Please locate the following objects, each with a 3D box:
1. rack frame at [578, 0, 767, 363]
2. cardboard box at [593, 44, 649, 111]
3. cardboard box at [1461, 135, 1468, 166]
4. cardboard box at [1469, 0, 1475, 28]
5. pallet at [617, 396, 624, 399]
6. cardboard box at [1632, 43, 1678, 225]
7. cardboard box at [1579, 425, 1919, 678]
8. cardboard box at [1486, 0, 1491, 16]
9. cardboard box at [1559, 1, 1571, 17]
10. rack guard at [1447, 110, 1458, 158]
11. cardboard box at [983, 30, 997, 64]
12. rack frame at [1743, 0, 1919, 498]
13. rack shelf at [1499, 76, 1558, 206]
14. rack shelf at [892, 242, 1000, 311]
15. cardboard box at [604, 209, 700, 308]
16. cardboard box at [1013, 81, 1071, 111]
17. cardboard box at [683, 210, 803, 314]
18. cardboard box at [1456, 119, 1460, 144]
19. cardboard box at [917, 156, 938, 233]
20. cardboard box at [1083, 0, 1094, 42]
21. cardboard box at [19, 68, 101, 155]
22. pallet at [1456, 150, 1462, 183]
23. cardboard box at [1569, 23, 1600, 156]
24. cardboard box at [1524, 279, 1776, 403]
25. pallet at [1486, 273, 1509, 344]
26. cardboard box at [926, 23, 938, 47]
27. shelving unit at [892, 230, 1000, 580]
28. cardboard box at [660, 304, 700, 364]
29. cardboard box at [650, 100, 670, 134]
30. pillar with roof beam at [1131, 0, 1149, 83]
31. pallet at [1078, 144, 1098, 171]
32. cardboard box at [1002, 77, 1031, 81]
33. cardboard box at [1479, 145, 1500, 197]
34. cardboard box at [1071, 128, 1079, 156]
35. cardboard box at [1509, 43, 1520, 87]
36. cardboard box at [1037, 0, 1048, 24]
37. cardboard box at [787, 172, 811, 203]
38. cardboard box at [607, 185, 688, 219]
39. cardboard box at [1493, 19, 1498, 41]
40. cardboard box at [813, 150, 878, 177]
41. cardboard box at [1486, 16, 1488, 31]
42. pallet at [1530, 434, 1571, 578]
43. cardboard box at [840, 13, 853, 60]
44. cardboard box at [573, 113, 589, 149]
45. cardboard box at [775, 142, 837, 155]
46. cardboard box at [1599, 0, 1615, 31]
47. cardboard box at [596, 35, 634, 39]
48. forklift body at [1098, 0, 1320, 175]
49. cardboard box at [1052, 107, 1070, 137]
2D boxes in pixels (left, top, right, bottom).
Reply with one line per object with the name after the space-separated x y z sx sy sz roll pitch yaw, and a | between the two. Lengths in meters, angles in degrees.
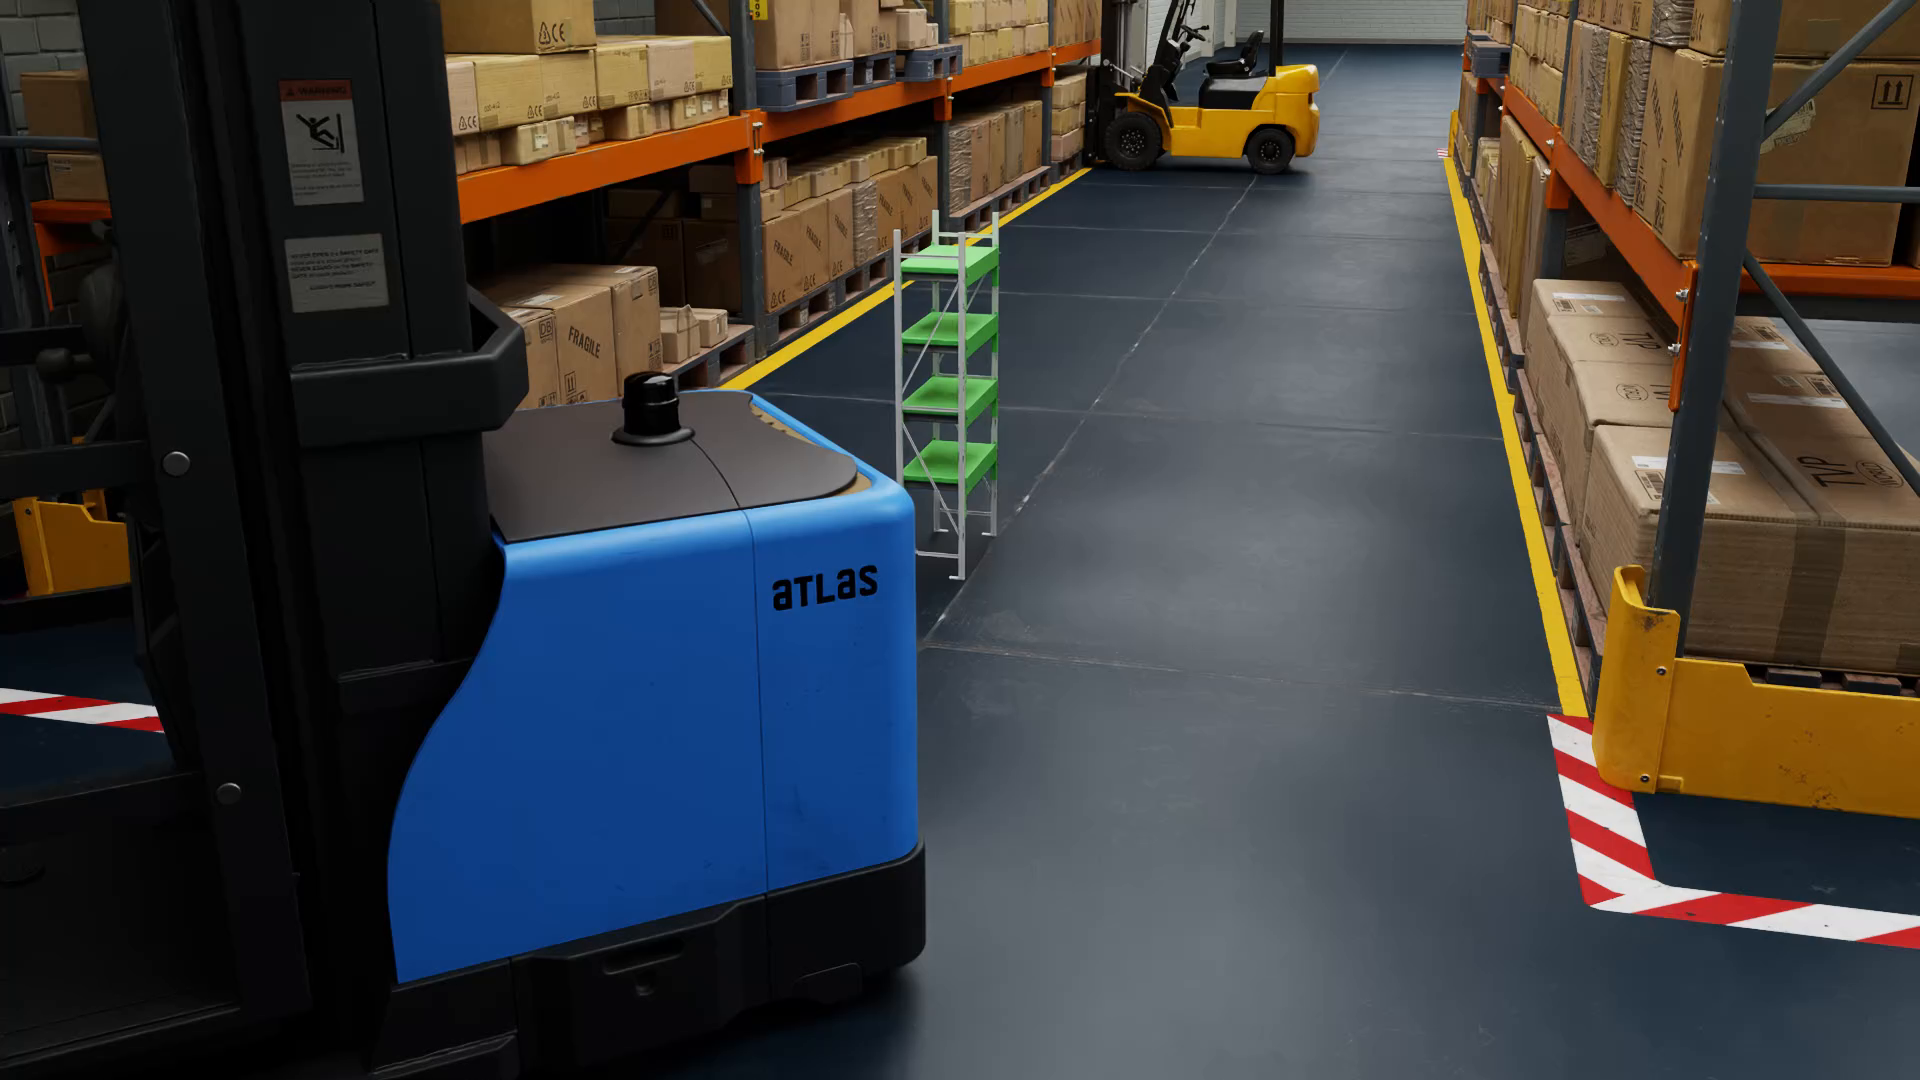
-1.557 -2.437 8.680 1.000 3.000 0.127 5 19 13 | rack frame
-1.688 -2.014 7.215 0.500 0.250 0.500 5 19 13 | cardboard box
5.216 -3.825 16.350 0.500 0.250 0.500 4 19 12 | cardboard box
5.558 -5.546 17.169 0.500 0.500 0.500 4 19 12 | cardboard box
-2.022 -0.518 7.378 1.003 0.211 1.213 5 19 13 | pallet
2.278 -1.168 4.810 0.500 0.500 0.500 4 19 12 | cardboard box
2.344 0.007 4.841 0.875 0.438 0.875 4 19 12 | cardboard box
4.563 -4.505 13.471 0.500 0.500 0.500 5 19 13 | cardboard box
3.123 -2.726 7.826 0.500 0.500 0.500 5 20 15 | cardboard box
6.171 -4.600 18.882 1.175 0.500 0.348 5 19 13 | rack guard
0.012 -4.058 13.661 0.500 0.250 0.500 4 19 12 | cardboard box
2.277 -0.792 3.866 0.949 2.616 0.053 5 19 13 | rack frame
3.746 -2.332 9.488 1.077 0.370 4.000 5 19 13 | rack shelf
-0.040 -0.910 5.707 0.258 0.148 0.480 5 19 13 | rack shelf
-1.618 -1.822 9.867 0.516 0.649 1.298 5 20 15 | cardboard box
0.820 -4.442 16.608 0.500 0.250 0.500 4 19 13 | cardboard box
-1.221 -1.586 9.408 0.500 0.500 0.500 6 20 16 | cardboard box
5.724 -4.473 18.248 0.500 0.250 0.500 4 19 13 | cardboard box
-0.475 -2.557 12.249 0.500 0.500 0.500 5 20 15 | cardboard box
1.136 -5.589 17.756 0.500 0.500 0.500 5 19 14 | cardboard box
-2.679 -1.418 5.469 0.500 0.250 0.500 5 20 15 | cardboard box
5.638 -3.830 17.076 1.003 0.211 1.213 5 19 13 | pallet
2.762 -1.809 6.689 0.500 0.500 0.500 5 19 14 | cardboard box
3.000 -0.844 7.331 0.875 0.438 0.875 4 19 13 | cardboard box
3.669 -1.358 9.835 1.003 0.211 1.213 5 19 13 | pallet
-0.368 -3.534 11.632 0.380 0.149 0.250 5 19 14 | cardboard box
7.155 -1.278 8.074 13.061 1.200 8.595 5 19 13 | shelving unit
-1.496 -1.032 8.148 0.396 0.266 0.258 5 20 15 | cardboard box
-1.563 -1.951 7.648 0.380 0.149 0.250 5 20 15 | cardboard box
7.437 -12.311 28.308 9.100 9.000 0.400 5 19 13 | pillar with roof beam
0.929 -4.254 18.315 1.003 0.211 1.213 5 19 13 | pallet
0.439 -4.644 17.201 0.500 0.250 0.500 4 19 13 | cardboard box
4.914 -3.118 14.092 0.950 0.372 0.625 6 20 17 | cardboard box
0.946 -4.127 17.235 0.500 0.250 0.500 4 19 12 | cardboard box
3.871 -3.095 10.840 0.500 0.250 0.500 4 19 12 | cardboard box
0.526 -4.936 15.455 0.500 0.250 0.500 4 19 12 | cardboard box
-1.113 -2.112 9.944 0.380 0.149 0.250 4 19 12 | cardboard box
-1.747 -1.897 9.316 0.380 0.149 0.250 4 19 11 | cardboard box
4.223 -3.839 12.524 0.380 0.149 0.250 5 19 14 | cardboard box
-0.767 -2.514 11.121 0.380 0.149 0.250 4 19 13 | cardboard box
4.770 -4.485 14.416 0.380 0.149 0.250 5 19 14 | cardboard box
2.699 -0.110 6.184 1.003 0.211 1.213 5 19 13 | pallet
-0.845 -2.977 9.820 0.396 0.266 0.258 6 20 16 | cardboard box
-1.784 -1.716 6.958 0.380 0.149 0.250 5 19 13 | cardboard box
-1.083 -2.709 11.691 0.380 0.149 0.250 5 19 14 | cardboard box
2.640 -2.119 6.048 0.500 0.500 0.500 5 19 14 | cardboard box
-0.758 -3.731 11.856 0.659 0.500 8.552 5 20 15 | cardboard box
2.681 -5.058 17.667 2.313 2.155 1.214 5 19 13 | forklift body
0.815 -4.205 16.690 0.500 0.250 0.500 5 19 13 | cardboard box
